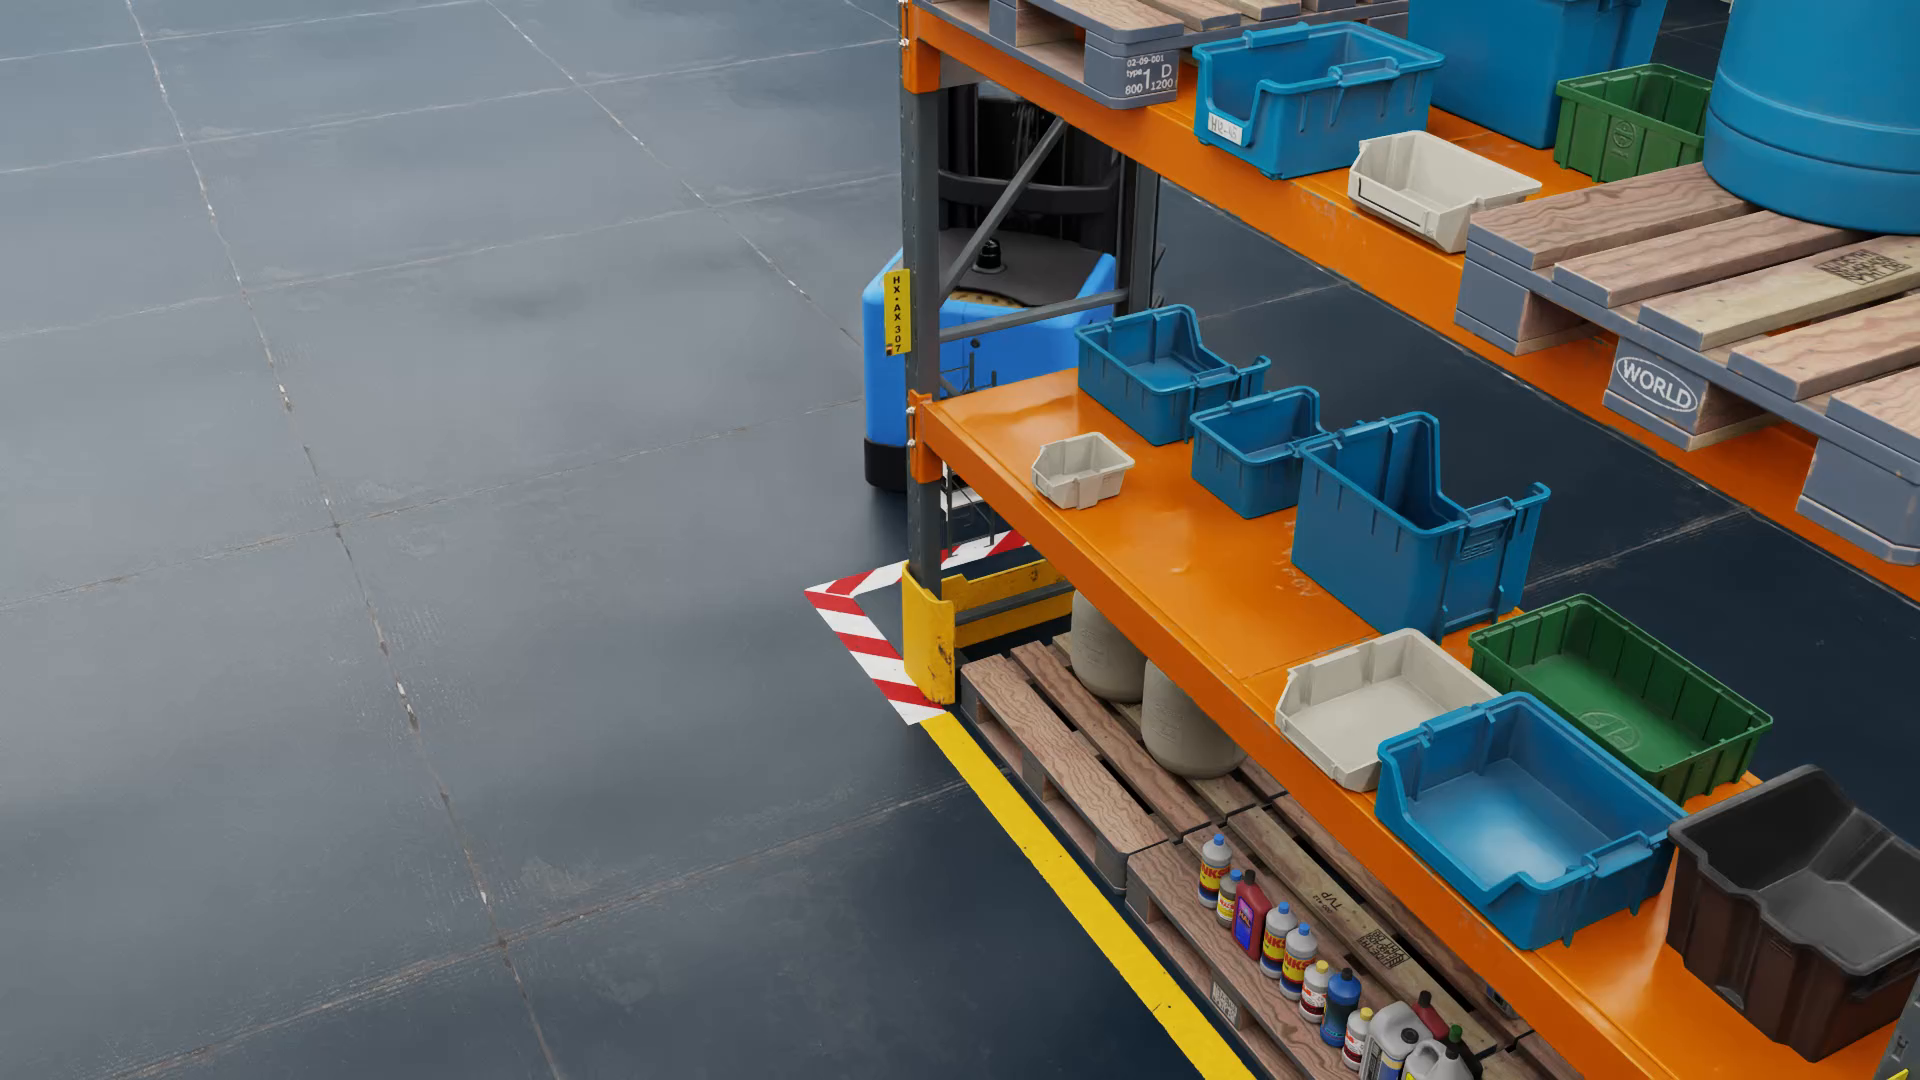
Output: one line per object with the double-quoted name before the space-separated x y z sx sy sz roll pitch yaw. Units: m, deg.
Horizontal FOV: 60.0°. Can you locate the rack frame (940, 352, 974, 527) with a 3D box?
"rack frame" -0.044 -0.424 7.577 0.240 0.900 0.006 -16 36 -23

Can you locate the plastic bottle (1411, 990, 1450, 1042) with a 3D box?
"plastic bottle" 1.355 1.443 4.827 0.061 0.283 0.133 -16 36 -23

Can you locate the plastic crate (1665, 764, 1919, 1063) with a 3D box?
"plastic crate" 1.997 0.815 3.755 0.767 0.338 0.504 -16 36 -23

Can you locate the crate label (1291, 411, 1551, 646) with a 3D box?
"crate label" 1.361 -0.043 5.003 0.502 0.435 0.616 -16 36 -23

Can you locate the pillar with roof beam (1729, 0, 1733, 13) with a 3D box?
"pillar with roof beam" 3.514 -7.520 11.146 9.100 9.000 0.400 -16 36 -23

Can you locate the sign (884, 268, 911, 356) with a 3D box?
"sign" -0.225 -0.818 5.990 0.100 0.325 0.005 -16 36 -23

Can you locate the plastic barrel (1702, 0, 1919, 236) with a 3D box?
"plastic barrel" 1.760 -1.082 3.024 0.600 0.901 0.708 -16 36 -23

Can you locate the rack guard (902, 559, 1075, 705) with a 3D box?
"rack guard" 0.341 0.239 6.914 1.175 0.500 0.348 -16 36 -23

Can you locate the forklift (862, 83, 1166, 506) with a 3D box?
"forklift" 0.470 -2.135 8.366 1.130 2.935 3.031 10 34 15

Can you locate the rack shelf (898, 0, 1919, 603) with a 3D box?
"rack shelf" 1.196 -0.844 4.173 1.077 0.370 4.000 -16 36 -23

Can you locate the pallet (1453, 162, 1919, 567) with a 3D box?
"pallet" 1.706 -0.432 3.039 1.213 0.211 1.003 -16 36 -23

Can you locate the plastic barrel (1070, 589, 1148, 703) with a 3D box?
"plastic barrel" 0.638 0.328 6.375 0.421 0.512 0.421 0 33 0

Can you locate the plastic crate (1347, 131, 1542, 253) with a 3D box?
"plastic crate" 1.023 -0.745 3.597 0.243 0.136 0.396 -16 36 -23

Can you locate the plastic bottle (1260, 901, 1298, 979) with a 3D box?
"plastic bottle" 0.993 1.233 5.167 0.097 0.271 0.097 0 33 0

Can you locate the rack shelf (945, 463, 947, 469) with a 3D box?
"rack shelf" 0.004 -0.423 7.471 0.258 0.077 0.200 -16 36 -23

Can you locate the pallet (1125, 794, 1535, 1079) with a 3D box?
"pallet" 1.280 1.331 5.477 1.003 0.211 1.213 -16 36 -23

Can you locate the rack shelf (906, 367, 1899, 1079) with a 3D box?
"rack shelf" 1.196 0.419 4.982 1.077 0.370 4.000 -16 36 -23

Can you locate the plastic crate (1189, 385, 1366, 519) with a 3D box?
"plastic crate" 1.060 -0.300 5.576 0.499 0.251 0.408 -16 36 -23

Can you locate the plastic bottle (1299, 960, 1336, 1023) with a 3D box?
"plastic bottle" 1.086 1.357 5.037 0.097 0.201 0.097 0 33 0

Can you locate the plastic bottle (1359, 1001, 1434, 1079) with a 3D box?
"plastic bottle" 1.261 1.473 4.787 0.152 0.276 0.135 -15 36 -22

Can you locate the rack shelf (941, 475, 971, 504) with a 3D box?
"rack shelf" 0.004 -0.271 7.568 0.258 0.077 0.200 -16 36 -23

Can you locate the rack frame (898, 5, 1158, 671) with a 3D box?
"rack frame" 0.264 -0.838 6.277 1.000 3.000 0.127 -16 36 -23

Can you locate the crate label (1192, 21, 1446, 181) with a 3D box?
"crate label" 0.844 -1.062 3.984 0.502 0.251 0.408 -16 36 -23

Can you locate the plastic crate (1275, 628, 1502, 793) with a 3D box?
"plastic crate" 1.148 0.471 4.479 0.530 0.136 0.437 -16 36 -23

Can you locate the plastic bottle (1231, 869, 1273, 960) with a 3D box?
"plastic bottle" 0.923 1.177 5.243 0.061 0.283 0.133 -15 36 -22

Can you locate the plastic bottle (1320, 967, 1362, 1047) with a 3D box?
"plastic bottle" 1.134 1.377 4.941 0.097 0.271 0.097 0 33 0

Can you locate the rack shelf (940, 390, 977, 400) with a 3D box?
"rack shelf" 0.004 -0.574 7.374 0.258 0.077 0.200 -16 36 -23

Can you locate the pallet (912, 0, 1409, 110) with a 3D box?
"pallet" 0.563 -1.602 4.865 1.003 0.211 1.213 -16 36 -23

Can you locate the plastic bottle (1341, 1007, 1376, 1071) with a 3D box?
"plastic bottle" 1.182 1.455 4.884 0.097 0.201 0.097 0 33 0

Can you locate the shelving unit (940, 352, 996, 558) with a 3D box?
"shelving unit" 0.004 -0.375 7.501 0.258 0.900 0.210 -16 36 -23

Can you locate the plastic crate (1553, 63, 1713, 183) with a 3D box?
"plastic crate" 1.634 -0.924 3.828 0.336 0.188 0.450 -16 36 -23

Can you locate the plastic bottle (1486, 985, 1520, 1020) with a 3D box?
"plastic bottle" 1.714 1.299 5.059 0.152 0.276 0.135 -16 36 -23

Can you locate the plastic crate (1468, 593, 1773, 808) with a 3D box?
"plastic crate" 1.746 0.441 4.477 0.450 0.188 0.662 -16 36 -23

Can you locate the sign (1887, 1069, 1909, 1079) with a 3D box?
"sign" 1.637 1.087 3.015 0.100 0.325 0.005 -16 36 -23

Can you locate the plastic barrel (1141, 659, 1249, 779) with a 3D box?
"plastic barrel" 0.872 0.567 6.002 0.421 0.512 0.421 0 33 0

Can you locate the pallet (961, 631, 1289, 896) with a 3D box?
"pallet" 0.715 0.750 6.384 1.003 0.211 1.213 -16 36 -23

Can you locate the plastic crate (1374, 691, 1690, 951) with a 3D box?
"plastic crate" 1.373 0.674 4.056 0.499 0.251 0.616 -16 36 -23

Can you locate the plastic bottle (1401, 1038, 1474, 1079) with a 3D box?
"plastic bottle" 1.334 1.520 4.644 0.144 0.351 0.185 -16 36 -23

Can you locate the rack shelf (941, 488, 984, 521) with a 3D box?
"rack shelf" 0.004 -0.195 7.616 0.258 0.077 0.200 -16 36 -23

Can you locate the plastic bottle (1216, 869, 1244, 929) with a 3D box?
"plastic bottle" 0.882 1.148 5.364 0.097 0.201 0.097 0 33 0

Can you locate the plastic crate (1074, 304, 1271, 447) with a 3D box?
"plastic crate" 0.762 -0.612 6.062 0.499 0.251 0.616 -16 36 -23

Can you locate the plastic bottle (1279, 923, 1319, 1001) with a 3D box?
"plastic bottle" 1.040 1.280 5.092 0.097 0.271 0.097 0 33 0

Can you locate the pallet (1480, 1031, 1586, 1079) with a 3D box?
"pallet" 1.853 1.914 4.567 1.003 0.211 1.213 -16 36 -23

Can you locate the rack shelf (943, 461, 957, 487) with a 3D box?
"rack shelf" 0.004 -0.347 7.519 0.258 0.077 0.200 -16 36 -23

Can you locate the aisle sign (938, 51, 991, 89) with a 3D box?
"aisle sign" -0.029 -1.893 5.515 0.394 0.787 0.004 -16 36 -23

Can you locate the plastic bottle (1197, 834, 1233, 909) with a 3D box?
"plastic bottle" 0.834 1.069 5.422 0.097 0.271 0.097 0 33 0

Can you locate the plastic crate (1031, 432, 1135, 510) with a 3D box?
"plastic crate" 0.396 -0.219 5.556 0.298 0.136 0.250 -16 36 -23

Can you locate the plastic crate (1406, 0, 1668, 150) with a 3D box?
"plastic crate" 1.419 -1.260 4.170 0.392 0.384 0.575 -16 36 -23

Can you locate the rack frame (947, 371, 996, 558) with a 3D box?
"rack frame" 0.051 -0.327 7.426 0.240 0.900 0.006 -16 36 -23

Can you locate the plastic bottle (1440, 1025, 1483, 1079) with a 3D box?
"plastic bottle" 1.412 1.511 4.721 0.061 0.283 0.133 -16 36 -23
